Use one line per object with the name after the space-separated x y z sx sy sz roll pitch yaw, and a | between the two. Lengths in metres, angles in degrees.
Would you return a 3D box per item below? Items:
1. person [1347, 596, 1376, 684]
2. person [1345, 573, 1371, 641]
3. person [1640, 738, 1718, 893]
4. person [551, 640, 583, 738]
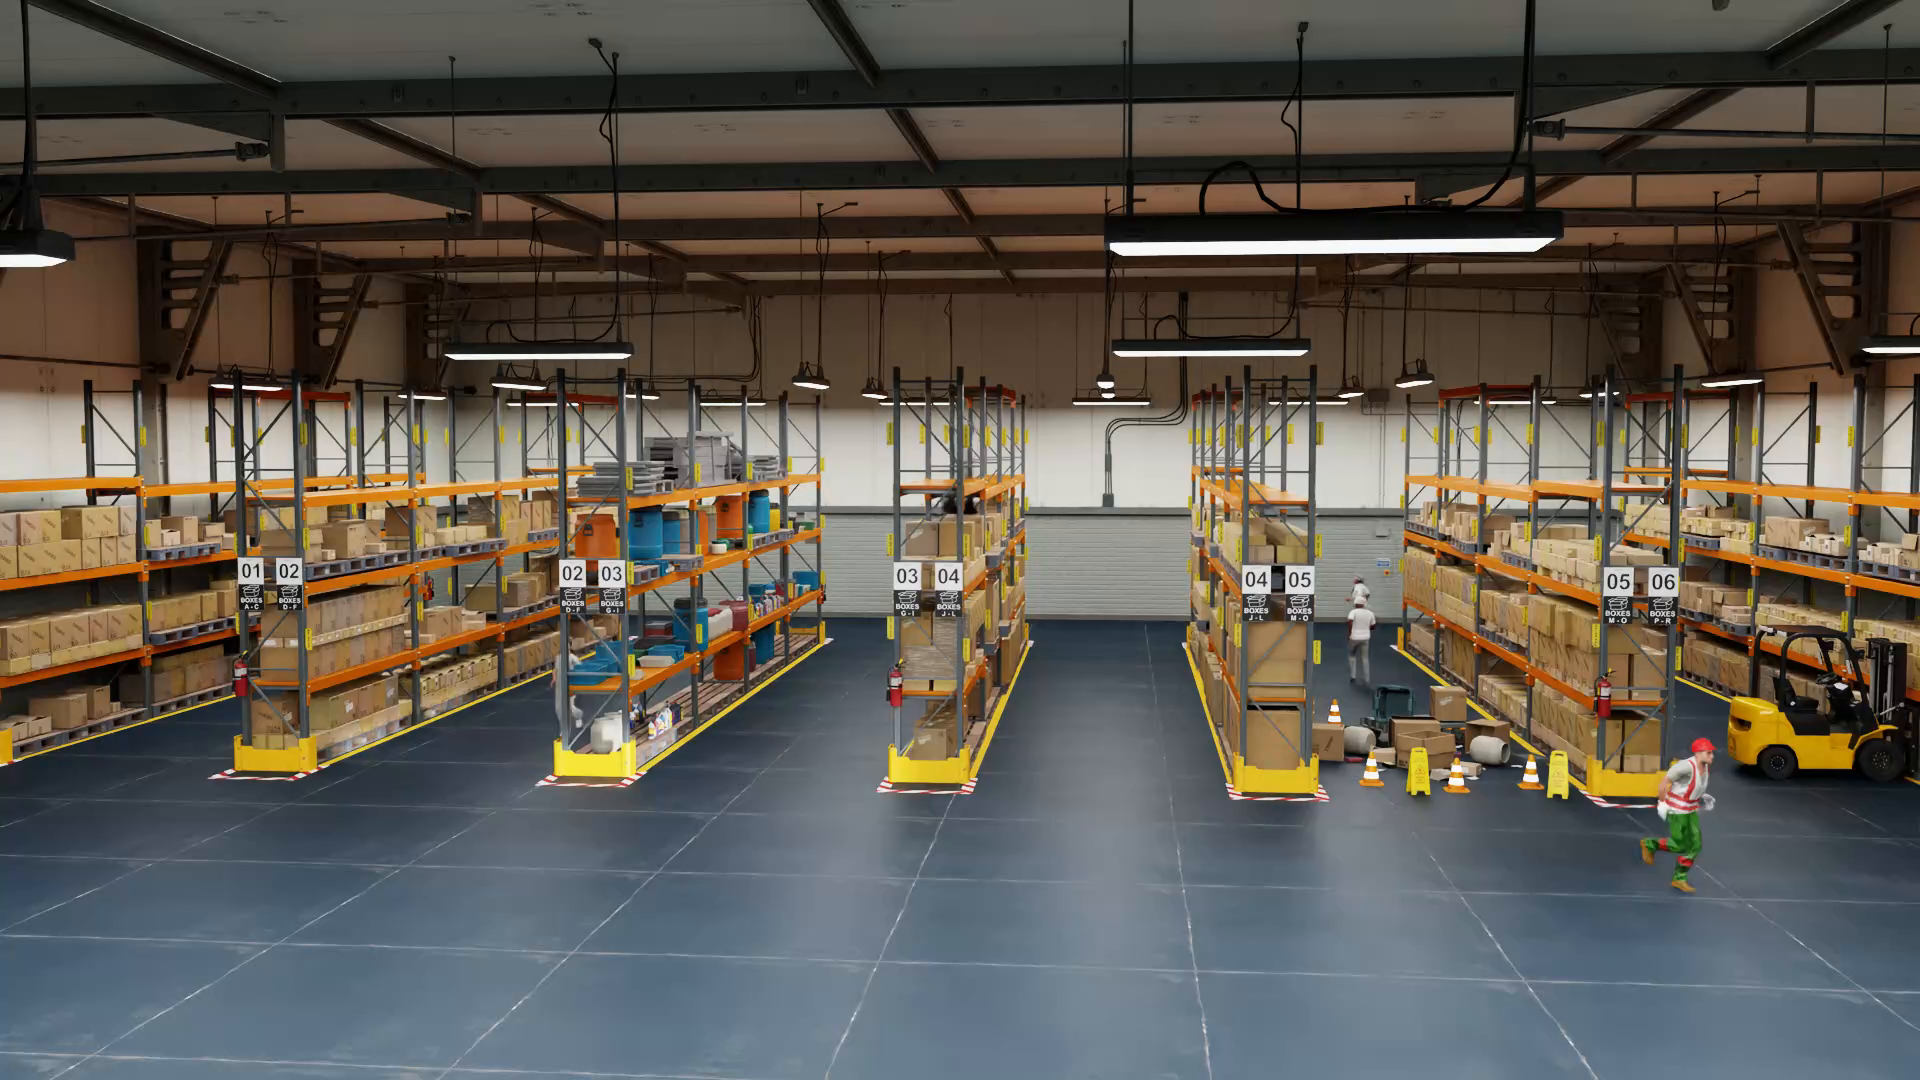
8.071 2.042 33.533 0.630 1.811 0.824 0 4 1 | person
9.692 1.647 40.521 0.624 1.679 0.555 1 4 18 | person
7.989 3.018 18.478 0.655 1.716 0.841 -3 5 -40 | person
-6.572 2.454 27.816 0.563 1.632 0.697 1 4 15 | person
